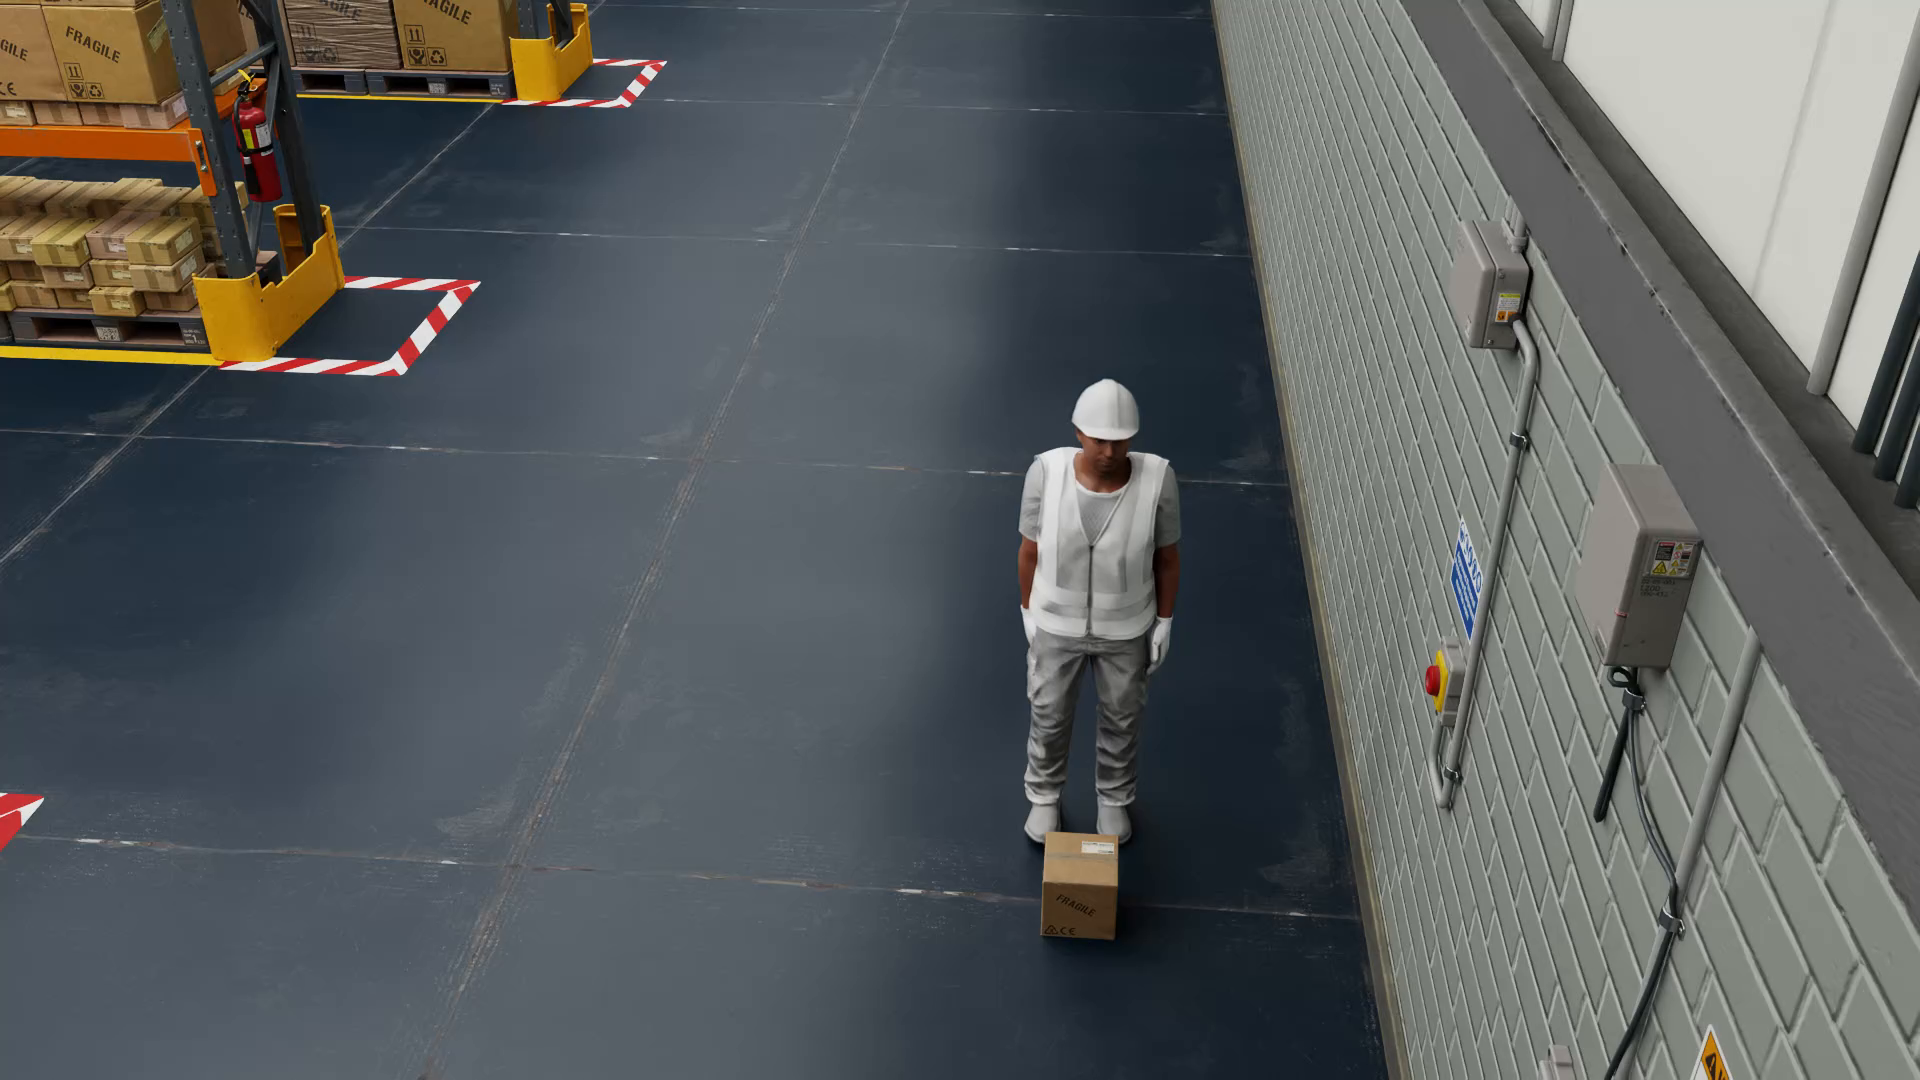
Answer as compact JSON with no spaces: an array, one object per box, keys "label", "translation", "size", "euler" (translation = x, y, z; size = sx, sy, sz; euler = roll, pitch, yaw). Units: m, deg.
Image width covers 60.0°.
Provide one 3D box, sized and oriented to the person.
[{"label":"person","translation":[0.463,0.275,5.674],"size":[0.545,1.781,0.366],"euler":[3,32,5]}]
